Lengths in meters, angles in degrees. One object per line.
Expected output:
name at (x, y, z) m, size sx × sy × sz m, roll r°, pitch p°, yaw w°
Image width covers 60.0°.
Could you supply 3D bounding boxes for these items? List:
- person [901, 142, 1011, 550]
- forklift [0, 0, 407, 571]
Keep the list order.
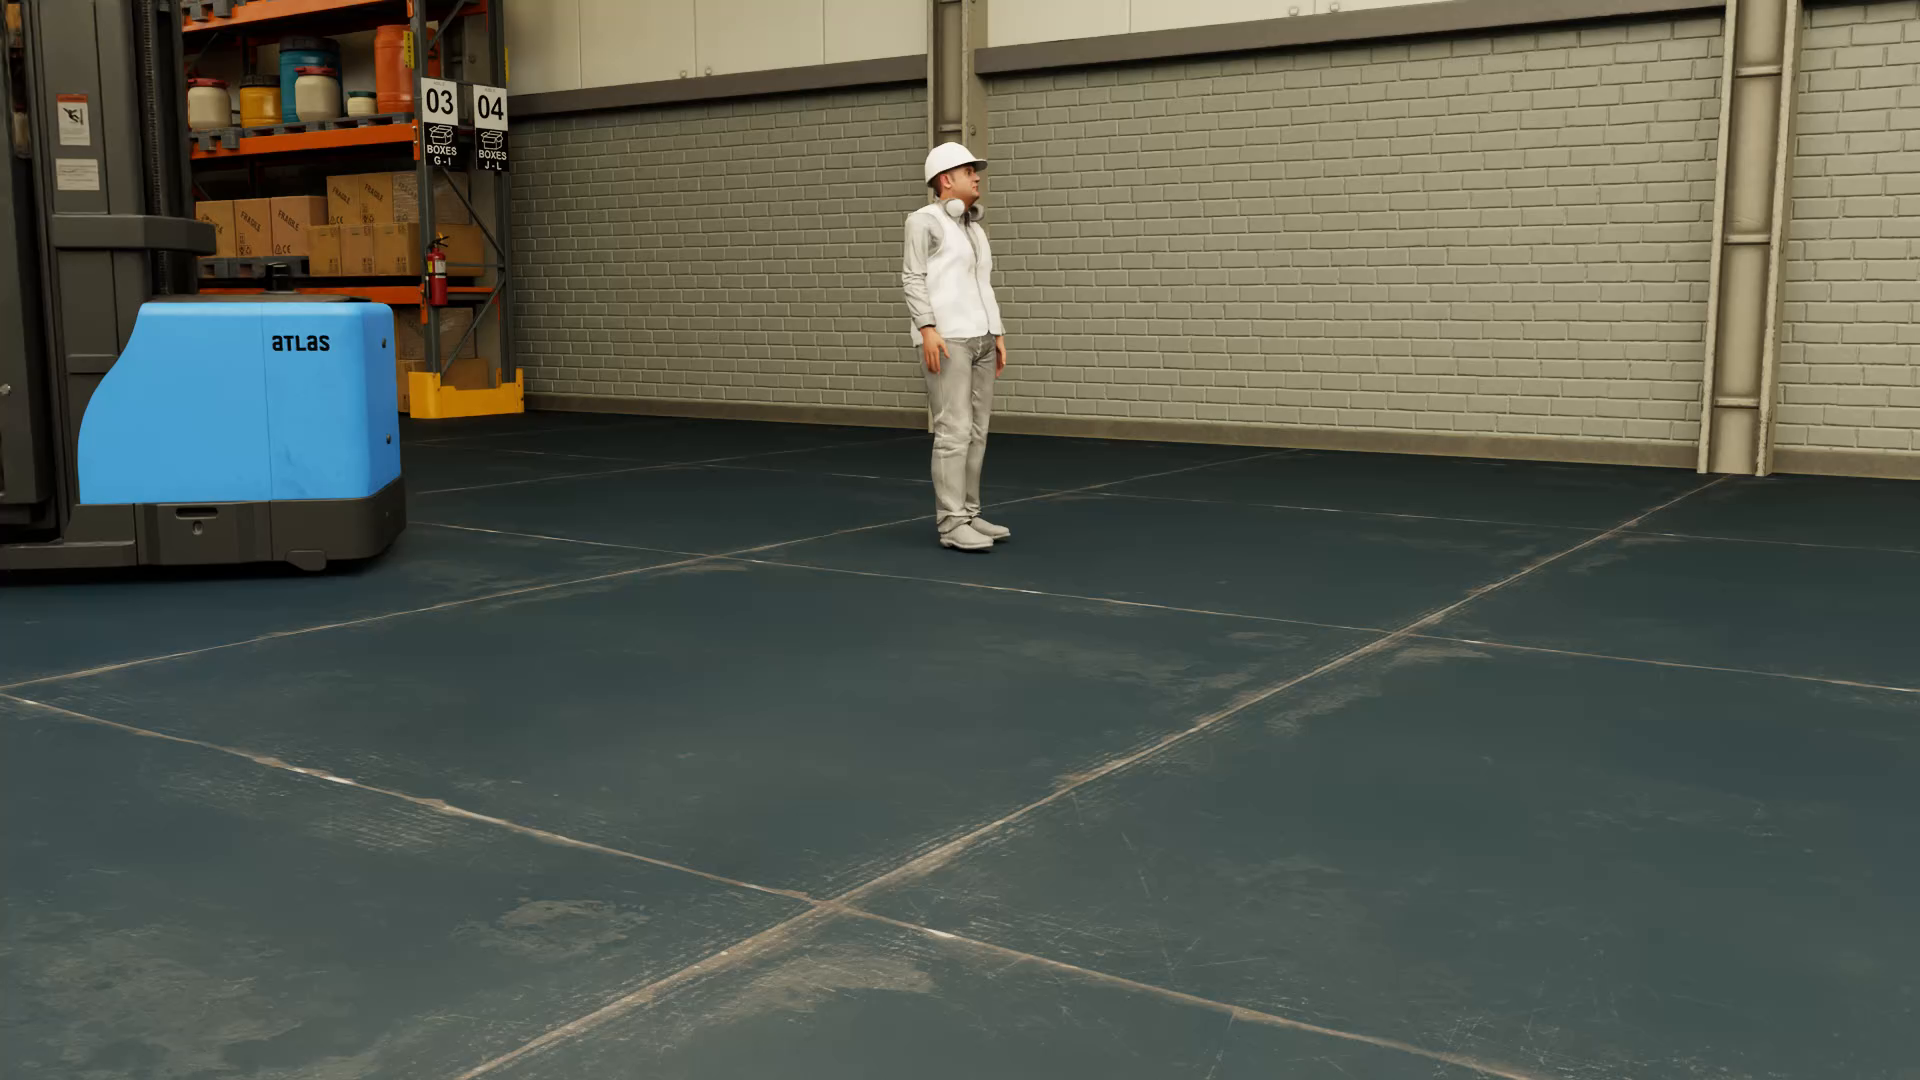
person at (0.048, -0.879, 7.437) m, size 0.566 × 1.775 × 0.633 m, roll 5°, pitch 10°, yaw 34°
forklift at (-3.901, -1.338, 6.601) m, size 3.031 × 2.935 × 1.130 m, roll -2°, pitch 8°, yaw -11°
